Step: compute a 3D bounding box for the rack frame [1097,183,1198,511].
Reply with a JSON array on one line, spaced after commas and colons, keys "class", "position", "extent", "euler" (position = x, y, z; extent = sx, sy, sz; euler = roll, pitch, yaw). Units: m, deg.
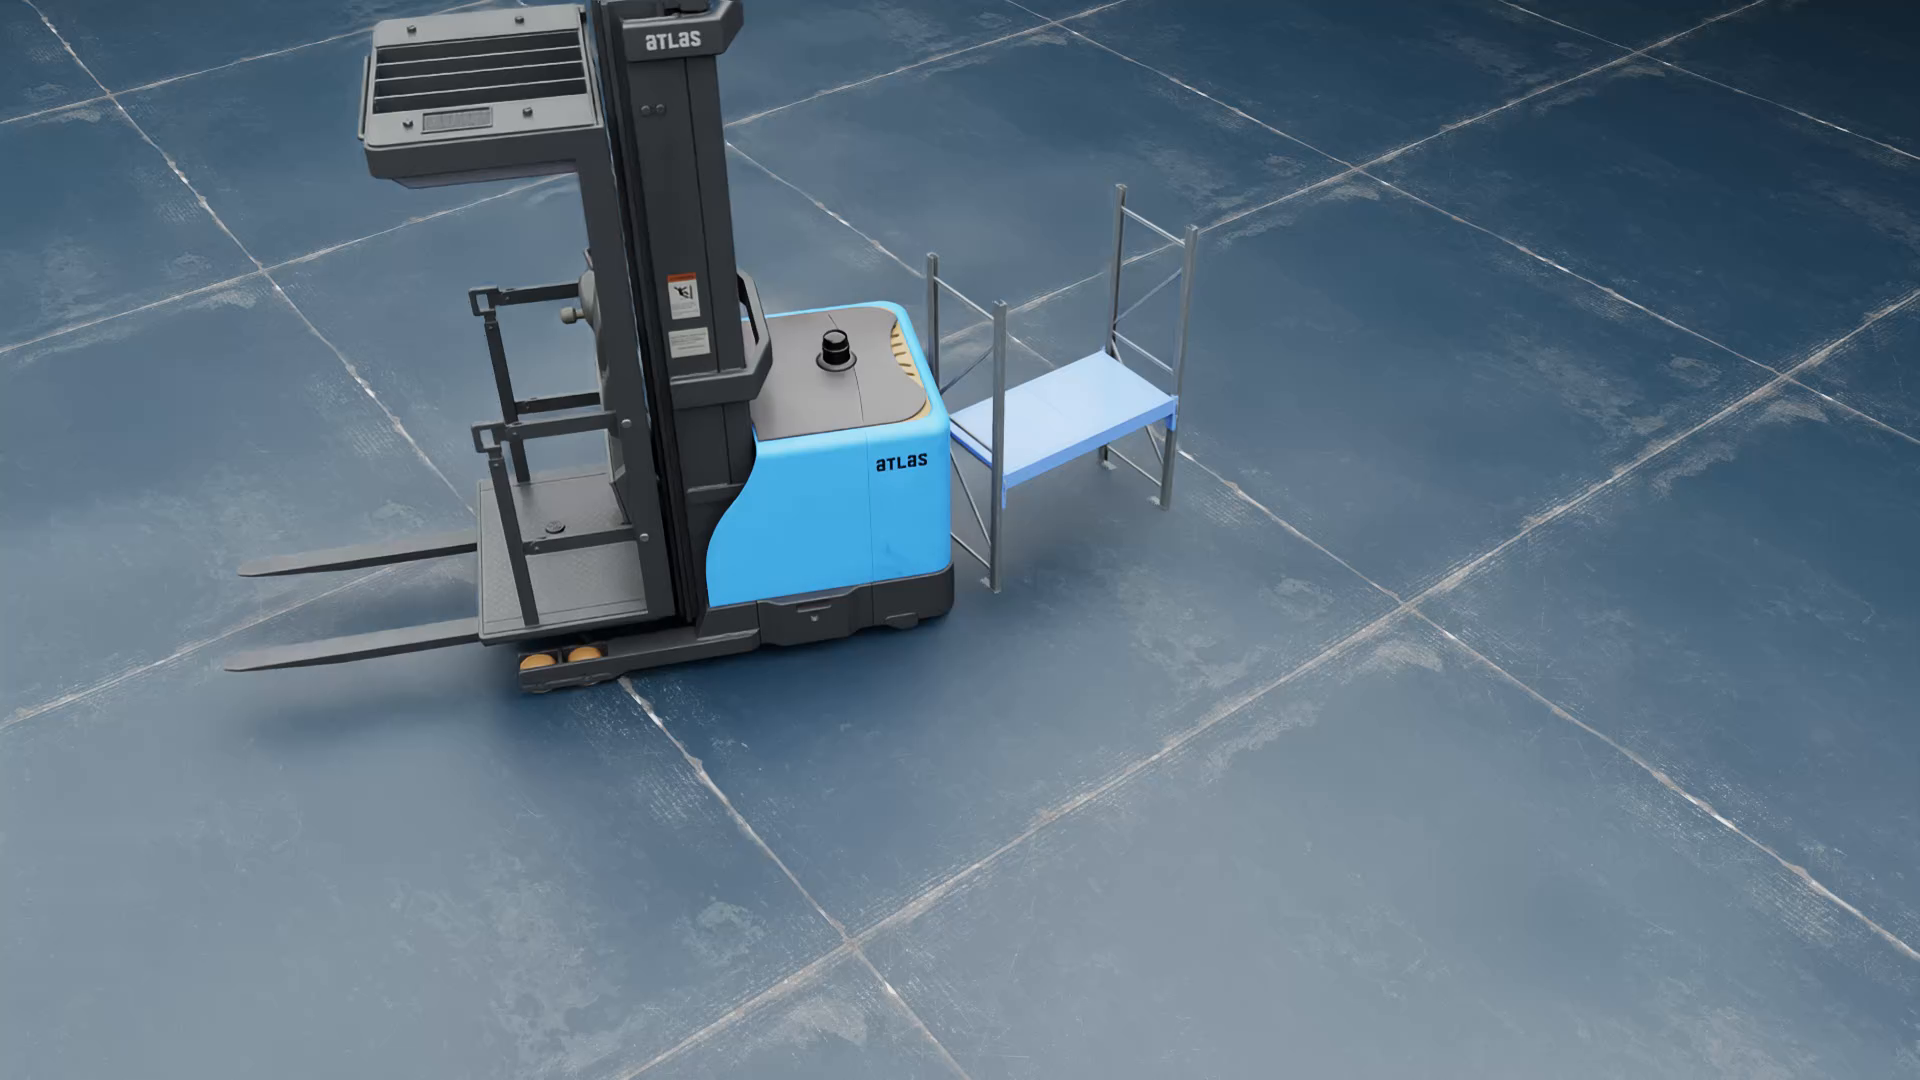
[{"class": "rack frame", "position": [0.841, -0.852, 7.606], "extent": [0.032, 1.500, 0.500], "euler": [-25, 46, -27]}]

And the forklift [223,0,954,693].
[{"class": "forklift", "position": [-1.600, -0.862, 6.490], "extent": [3.031, 2.935, 1.130], "euler": [-9, 40, -10]}]

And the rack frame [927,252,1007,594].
[{"class": "rack frame", "position": [0.023, -0.469, 7.139], "extent": [0.032, 1.500, 0.500], "euler": [-25, 46, -27]}]

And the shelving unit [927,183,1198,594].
[{"class": "shelving unit", "position": [0.432, -0.661, 7.373], "extent": [1.048, 1.500, 0.538], "euler": [-25, 46, -27]}]

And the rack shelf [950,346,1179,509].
[{"class": "rack shelf", "position": [0.432, -0.522, 7.487], "extent": [1.000, 0.185, 0.538], "euler": [-25, 46, -27]}]
